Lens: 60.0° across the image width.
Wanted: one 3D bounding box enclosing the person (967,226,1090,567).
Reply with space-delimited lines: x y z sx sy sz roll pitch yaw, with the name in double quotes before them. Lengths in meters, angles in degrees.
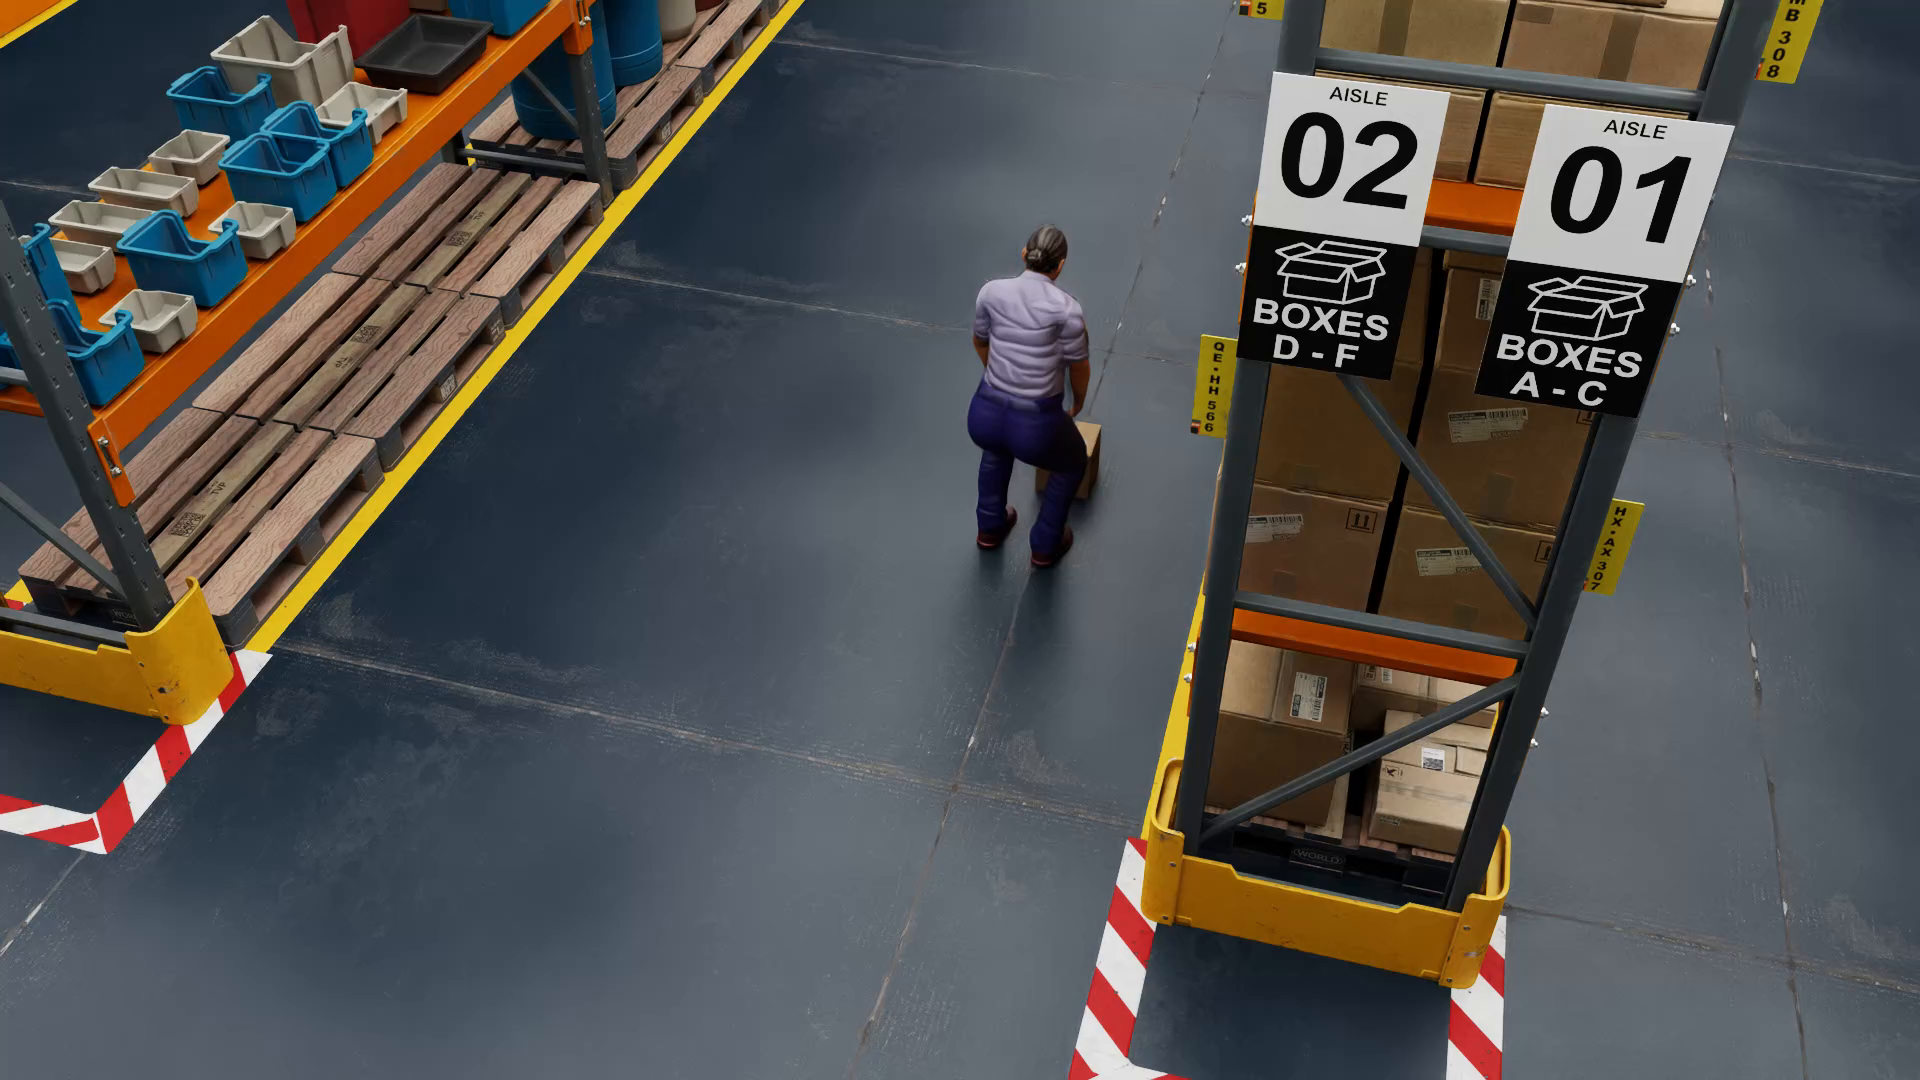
"person" 0.274 -0.583 6.981 0.528 1.469 0.518 19 45 21
